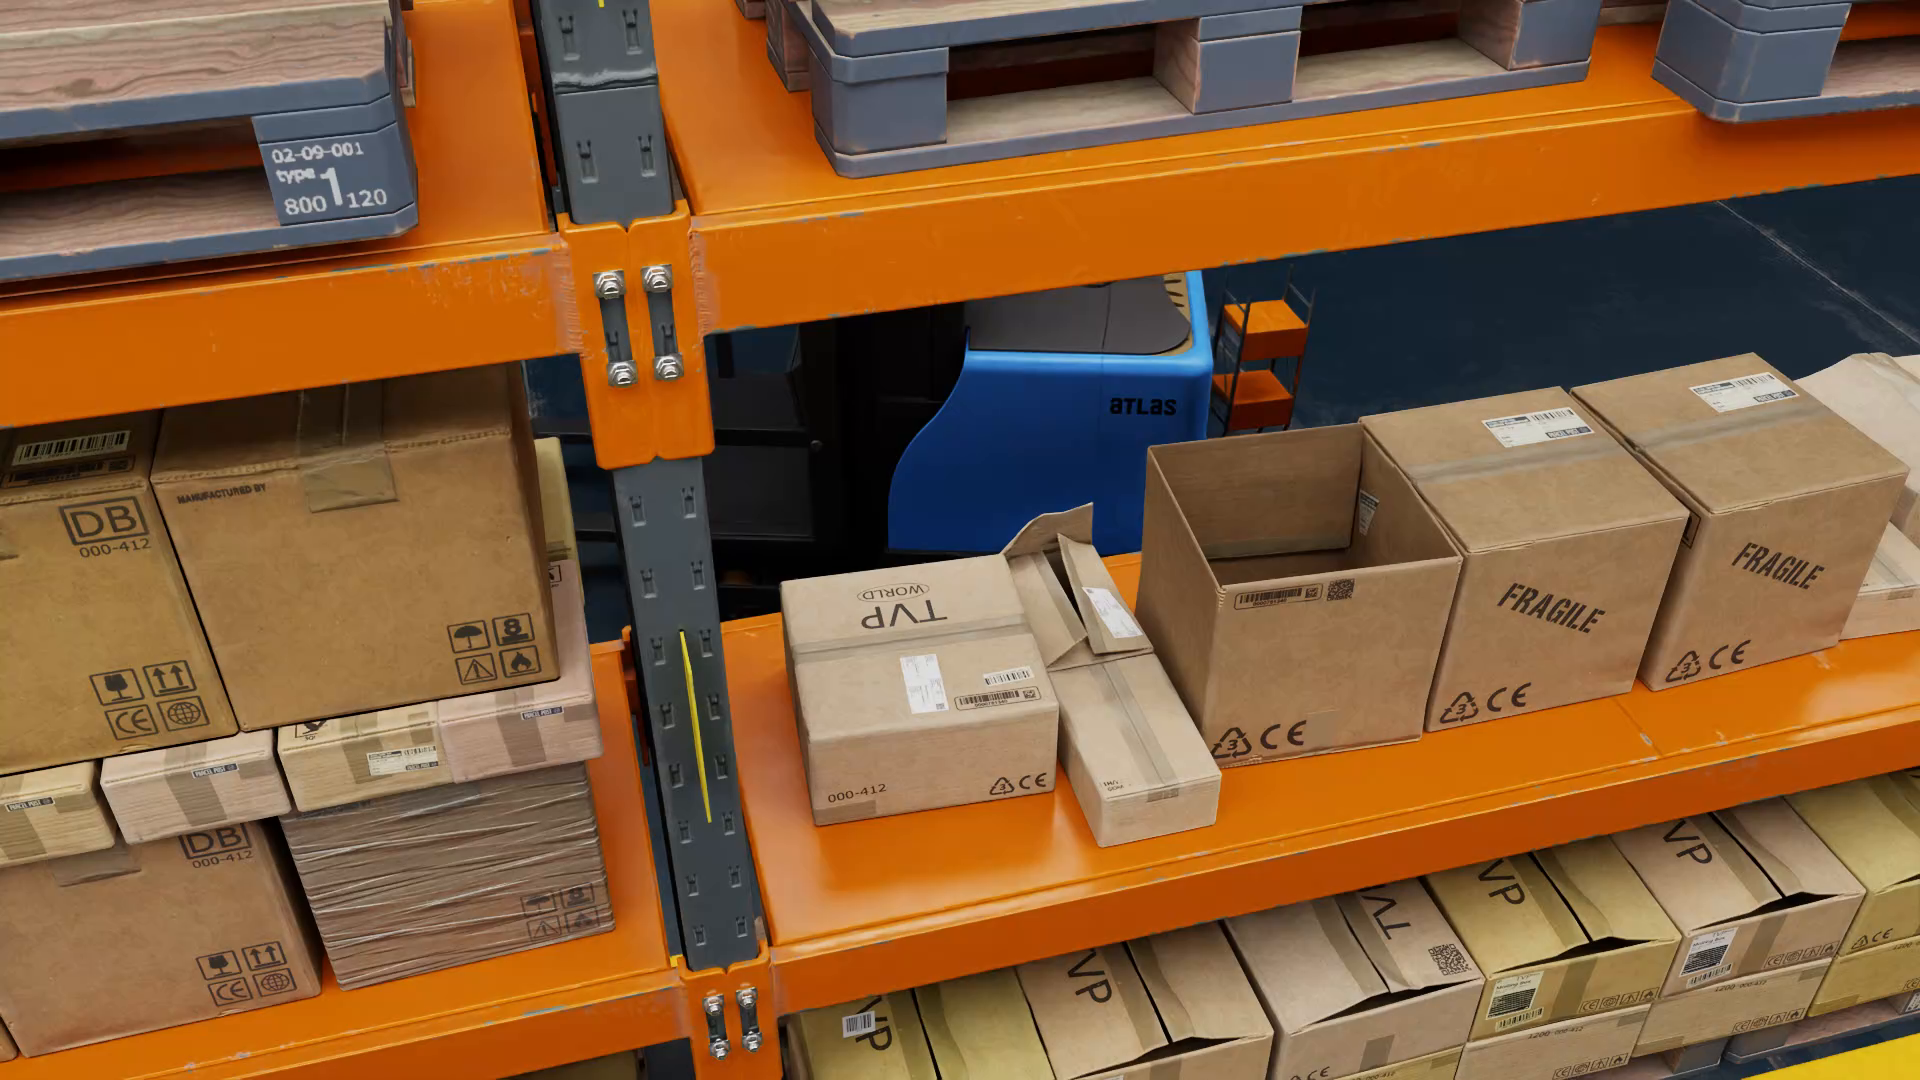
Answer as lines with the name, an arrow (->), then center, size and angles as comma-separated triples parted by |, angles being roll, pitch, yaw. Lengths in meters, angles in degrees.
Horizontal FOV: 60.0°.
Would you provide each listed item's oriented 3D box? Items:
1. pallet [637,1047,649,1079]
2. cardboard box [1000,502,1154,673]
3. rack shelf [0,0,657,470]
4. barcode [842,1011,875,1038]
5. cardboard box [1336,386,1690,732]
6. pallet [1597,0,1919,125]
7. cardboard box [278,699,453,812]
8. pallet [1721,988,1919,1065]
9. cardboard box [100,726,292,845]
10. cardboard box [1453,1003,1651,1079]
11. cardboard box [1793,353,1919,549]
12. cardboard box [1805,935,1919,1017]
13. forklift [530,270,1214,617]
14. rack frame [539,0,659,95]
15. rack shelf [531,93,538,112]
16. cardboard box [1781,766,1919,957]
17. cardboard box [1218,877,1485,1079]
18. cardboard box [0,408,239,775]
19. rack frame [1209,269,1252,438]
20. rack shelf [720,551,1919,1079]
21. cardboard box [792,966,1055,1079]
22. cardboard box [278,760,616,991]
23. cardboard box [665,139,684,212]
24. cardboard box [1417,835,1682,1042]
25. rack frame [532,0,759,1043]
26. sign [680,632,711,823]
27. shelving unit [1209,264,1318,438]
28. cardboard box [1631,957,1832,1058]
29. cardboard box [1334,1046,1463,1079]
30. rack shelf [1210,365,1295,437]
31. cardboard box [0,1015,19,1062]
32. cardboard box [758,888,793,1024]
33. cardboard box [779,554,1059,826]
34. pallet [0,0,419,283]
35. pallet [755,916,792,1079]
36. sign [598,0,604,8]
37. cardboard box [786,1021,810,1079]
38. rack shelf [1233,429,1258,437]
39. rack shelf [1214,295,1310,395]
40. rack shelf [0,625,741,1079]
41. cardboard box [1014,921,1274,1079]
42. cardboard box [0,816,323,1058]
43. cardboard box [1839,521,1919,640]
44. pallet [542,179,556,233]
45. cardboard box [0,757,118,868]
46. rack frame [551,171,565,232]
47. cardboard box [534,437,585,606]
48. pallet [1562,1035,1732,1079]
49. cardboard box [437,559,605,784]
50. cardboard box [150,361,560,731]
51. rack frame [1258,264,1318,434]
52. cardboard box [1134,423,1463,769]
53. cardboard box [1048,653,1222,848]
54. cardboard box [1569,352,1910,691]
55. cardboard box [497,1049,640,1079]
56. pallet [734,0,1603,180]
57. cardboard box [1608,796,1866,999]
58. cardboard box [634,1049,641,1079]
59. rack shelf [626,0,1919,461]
pallet -> -1.340, 1.557, 4.041 | 1.213, 0.211, 1.003 | -9, 38, -12
cardboard box -> 0.240, 0.154, 3.690 | 0.258, 0.266, 0.396 | -10, 39, -13
rack shelf -> -2.492, -0.241, 2.220 | 4.000, 0.370, 1.077 | -9, 38, -12
barcode -> -0.206, 0.988, 3.394 | 0.075, 0.075, 0.001 | -9, 38, -12
cardboard box -> 1.177, 0.033, 3.656 | 0.500, 0.500, 0.500 | -9, 38, -12
pallet -> 1.590, -1.063, 2.858 | 1.213, 0.211, 1.003 | -8, 38, -10
cardboard box -> -1.007, 0.257, 2.829 | 0.250, 0.149, 0.380 | -10, 39, -13
pallet -> 2.496, 0.929, 4.862 | 1.213, 0.211, 1.003 | -9, 38, -12
cardboard box -> -1.259, 0.300, 2.773 | 0.250, 0.149, 0.380 | -10, 39, -13
cardboard box -> 1.377, 1.111, 4.247 | 0.500, 0.250, 0.500 | -9, 38, -11
cardboard box -> 2.386, -0.222, 4.145 | 0.500, 0.311, 0.500 | -10, 38, -12
cardboard box -> 2.359, 0.950, 4.457 | 0.500, 0.250, 0.500 | -10, 38, -12
forklift -> -0.671, -1.210, 5.420 | 3.031, 2.935, 1.130 | 2, 37, 2
rack frame -> -0.561, -2.035, 1.504 | 0.127, 3.000, 1.000 | -9, 38, -12
rack shelf -> -3.787, -1.955, 6.929 | 4.000, 0.370, 1.077 | -9, 38, -12
cardboard box -> 2.359, 0.730, 4.282 | 0.500, 0.311, 0.500 | -10, 39, -13
cardboard box -> 0.887, 0.972, 3.966 | 0.500, 0.311, 0.500 | -11, 39, -13
cardboard box -> -1.475, -0.052, 2.700 | 0.500, 0.500, 0.700 | -9, 38, -12
rack frame -> 0.916, -0.450, 5.951 | 0.008, 1.050, 0.200 | -7, 38, -15
rack shelf -> 1.370, 0.317, 3.959 | 4.000, 0.370, 1.077 | -9, 38, -12
cardboard box -> -0.097, 1.131, 3.759 | 0.500, 0.311, 0.500 | -9, 38, -12
cardboard box -> -0.988, 0.382, 3.199 | 0.500, 0.500, 0.700 | -10, 39, -13
cardboard box -> -1.150, -1.866, 7.915 | 0.500, 0.500, 0.700 | -8, 38, -10
cardboard box -> 1.387, 0.887, 4.078 | 0.500, 0.311, 0.500 | -8, 38, -11
rack frame -> -0.561, 0.348, 3.327 | 0.127, 3.000, 1.000 | -9, 38, -12
sign -> -0.415, 0.298, 2.614 | 0.005, 0.325, 0.100 | -9, 38, -12
shelving unit -> 1.032, -0.465, 5.983 | 0.252, 1.050, 0.215 | -7, 38, -15
cardboard box -> 1.873, 1.027, 4.355 | 0.500, 0.250, 0.500 | -8, 38, -11
cardboard box -> 0.886, 1.191, 4.142 | 0.500, 0.250, 0.500 | -10, 39, -13
rack shelf -> 1.032, -0.457, 5.989 | 0.240, 0.259, 0.215 | -7, 38, -15
cardboard box -> -1.981, 0.547, 2.984 | 0.500, 0.500, 0.700 | -9, 38, -11
cardboard box -> -0.236, 1.037, 4.343 | 0.500, 0.250, 0.500 | -10, 38, -12
cardboard box -> -0.097, 0.304, 3.508 | 0.500, 0.250, 0.500 | -7, 38, -9
pallet -> -1.378, -0.658, 2.246 | 1.213, 0.211, 1.003 | -9, 38, -12
pallet -> 0.140, 1.316, 4.356 | 1.213, 0.211, 1.003 | -9, 38, -12
sign -> -0.415, -0.755, 1.809 | 0.005, 0.325, 0.100 | -9, 38, -12
cardboard box -> -0.107, 1.354, 3.928 | 0.500, 0.250, 0.500 | -10, 39, -13
rack shelf -> 1.016, -0.234, 6.154 | 0.240, 0.259, 0.215 | -7, 38, -15
rack shelf -> 1.048, -0.685, 5.821 | 0.240, 0.259, 0.215 | -7, 38, -15
rack shelf -> -2.492, 0.950, 3.131 | 4.000, 0.370, 1.077 | -9, 38, -12
cardboard box -> 0.387, 1.055, 3.858 | 0.500, 0.311, 0.500 | -10, 38, -12
cardboard box -> -1.495, 0.469, 3.085 | 0.500, 0.500, 0.700 | -10, 38, -12
cardboard box -> 2.084, 0.049, 3.924 | 0.250, 0.149, 0.380 | -7, 38, -9
pallet -> -2.495, -1.323, 7.805 | 1.213, 0.211, 1.003 | -9, 38, -12
cardboard box -> -1.513, 0.342, 2.718 | 0.250, 0.149, 0.380 | -9, 38, -12
rack frame -> -1.856, -2.557, 7.124 | 0.127, 3.000, 1.000 | -9, 38, -12
cardboard box -> -0.871, -0.021, 3.192 | 0.250, 0.149, 0.380 | -9, 38, -12
pallet -> 1.320, 1.120, 4.612 | 1.213, 0.211, 1.003 | -9, 38, -12
cardboard box -> -0.768, 0.219, 2.879 | 0.250, 0.149, 0.380 | -9, 38, -12
cardboard box -> -0.988, -0.133, 2.805 | 0.500, 0.500, 0.700 | -9, 38, -12
rack frame -> 1.149, -0.480, 6.015 | 0.008, 1.050, 0.200 | -7, 38, -15
cardboard box -> 0.693, 0.112, 3.552 | 0.500, 0.500, 0.500 | -7, 38, -9
cardboard box -> 0.348, 0.427, 3.430 | 0.250, 0.149, 0.380 | -9, 38, -12
cardboard box -> 1.685, -0.050, 3.765 | 0.500, 0.500, 0.500 | -11, 39, -14
cardboard box -> -0.952, 1.475, 3.771 | 0.500, 0.250, 0.500 | -9, 38, -12
pallet -> 0.287, -0.915, 2.666 | 1.217, 0.209, 0.805 | -11, 39, -14
cardboard box -> 1.871, 0.809, 4.180 | 0.500, 0.311, 0.500 | -10, 38, -12
cardboard box -> -1.088, 1.169, 4.171 | 0.500, 0.250, 0.500 | -9, 38, -12
rack shelf -> 1.370, -0.875, 3.048 | 4.000, 0.370, 1.077 | -9, 38, -12
